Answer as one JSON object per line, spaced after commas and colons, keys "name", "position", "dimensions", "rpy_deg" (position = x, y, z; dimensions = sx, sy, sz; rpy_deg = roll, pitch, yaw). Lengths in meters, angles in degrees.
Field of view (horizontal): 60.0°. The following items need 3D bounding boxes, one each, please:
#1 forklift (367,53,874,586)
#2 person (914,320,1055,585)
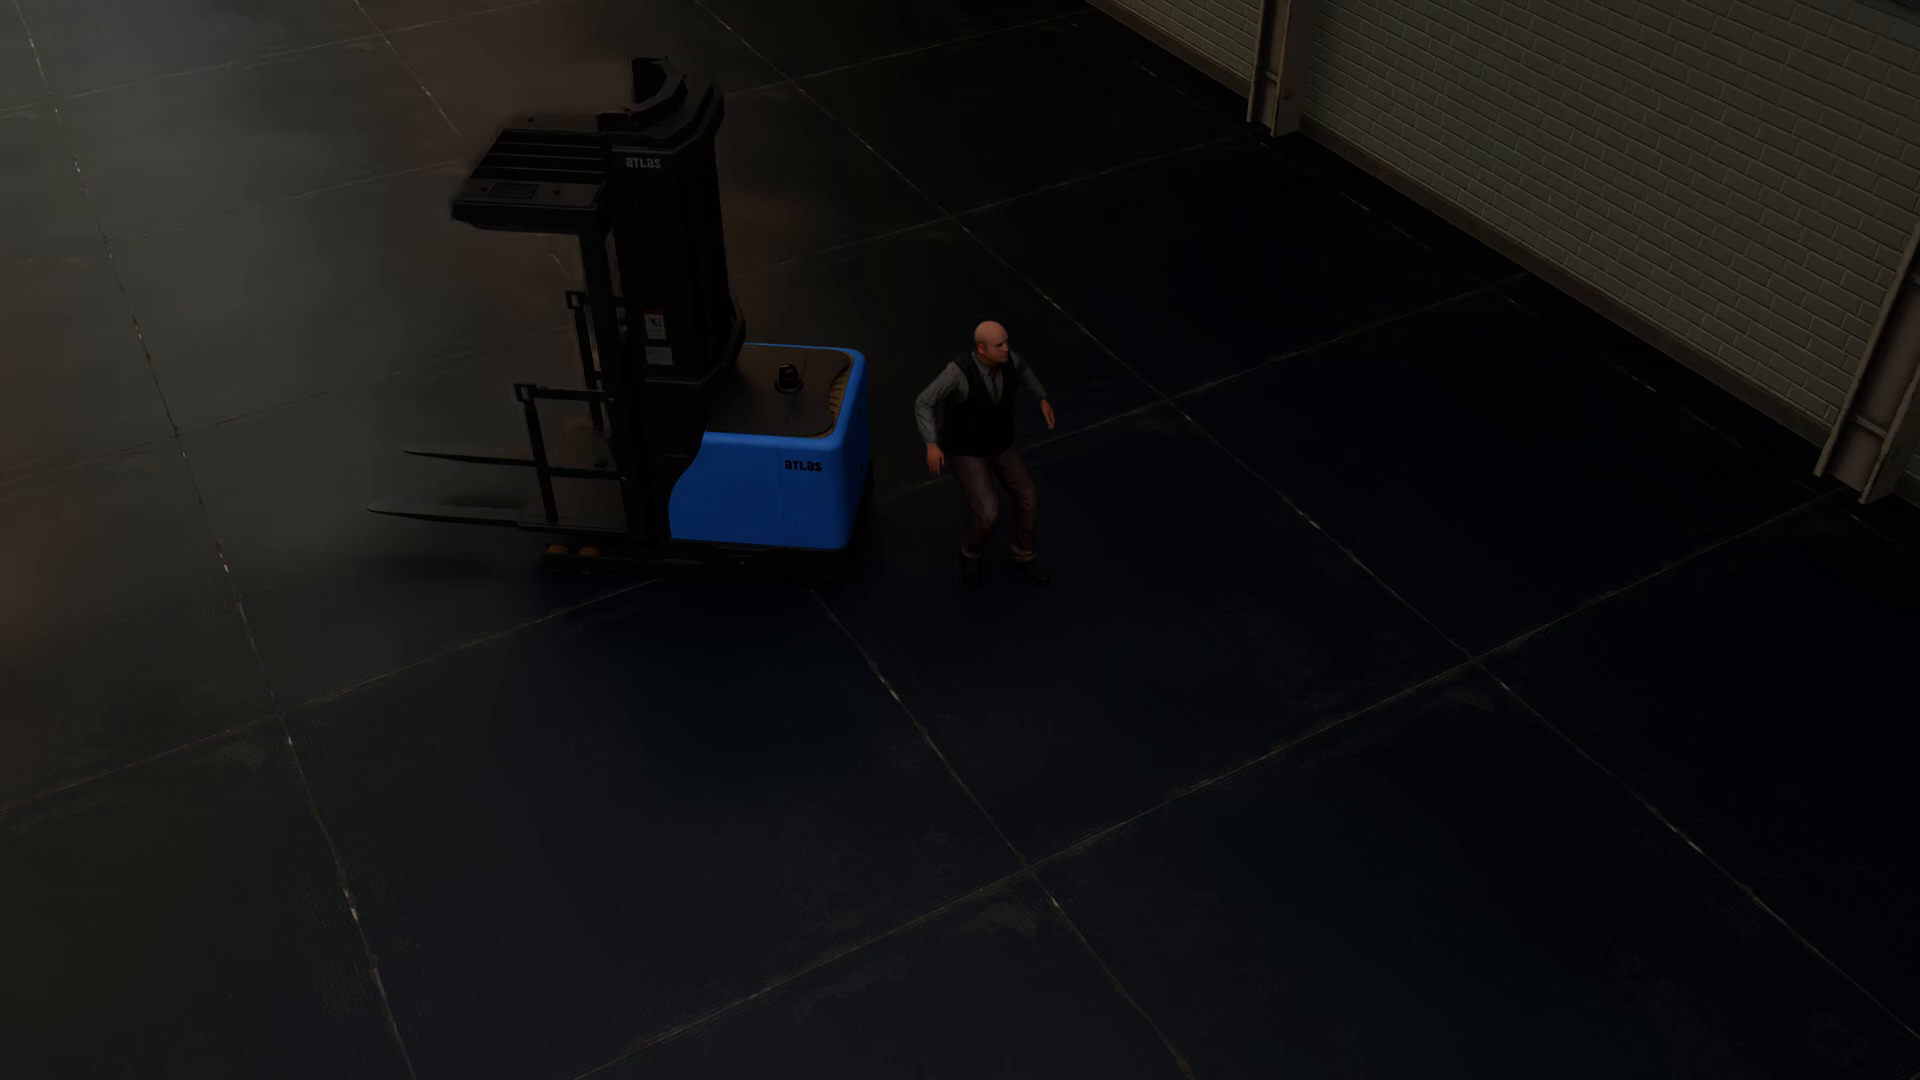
{"name": "forklift", "position": [-2.105, -1.253, 9.547], "dimensions": [3.031, 2.935, 1.130], "rpy_deg": [4, 40, 5]}
{"name": "person", "position": [0.232, -0.485, 9.652], "dimensions": [0.930, 1.662, 0.716], "rpy_deg": [-24, 45, -26]}
